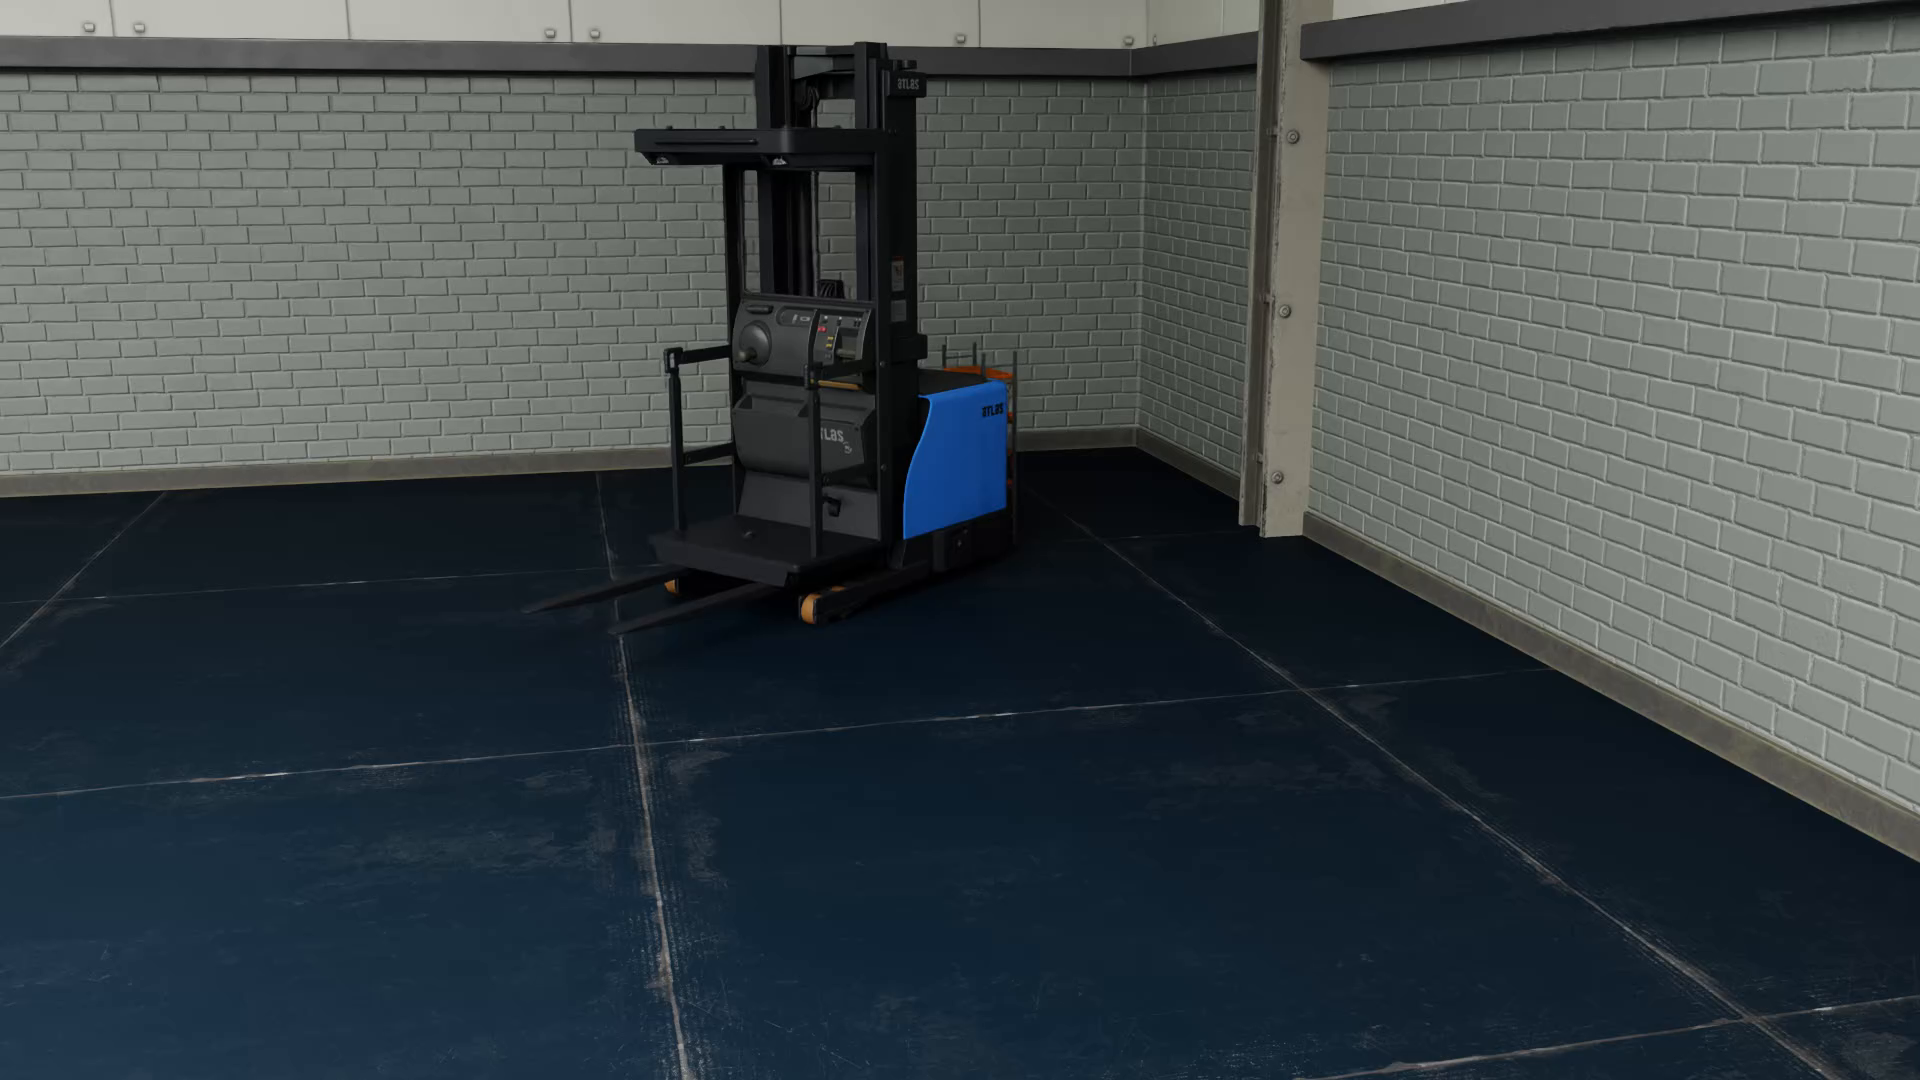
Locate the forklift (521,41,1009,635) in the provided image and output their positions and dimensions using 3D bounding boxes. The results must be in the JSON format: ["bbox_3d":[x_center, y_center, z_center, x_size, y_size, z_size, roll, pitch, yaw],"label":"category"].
[{"bbox_3d":[-0.979,-1.109,8.793,1.130,2.935,3.031,10,17,35],"label":"forklift"}]

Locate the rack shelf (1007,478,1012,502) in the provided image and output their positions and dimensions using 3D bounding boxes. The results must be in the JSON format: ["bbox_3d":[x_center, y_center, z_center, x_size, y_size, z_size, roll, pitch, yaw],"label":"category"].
[{"bbox_3d":[0.117,-0.336,10.395,0.258,0.148,0.480,-8,16,-29],"label":"rack shelf"}]

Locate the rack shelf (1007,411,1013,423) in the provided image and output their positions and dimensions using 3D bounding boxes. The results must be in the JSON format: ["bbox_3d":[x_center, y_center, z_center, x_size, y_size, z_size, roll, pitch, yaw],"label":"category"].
[{"bbox_3d":[0.117,-0.746,10.295,0.258,0.148,0.480,-8,16,-29],"label":"rack shelf"}]

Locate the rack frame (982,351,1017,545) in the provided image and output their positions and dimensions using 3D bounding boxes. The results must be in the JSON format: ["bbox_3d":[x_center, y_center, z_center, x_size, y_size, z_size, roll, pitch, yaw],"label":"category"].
[{"bbox_3d":[0.237,-0.544,10.126,0.240,1.200,0.015,-8,16,-29],"label":"rack frame"}]

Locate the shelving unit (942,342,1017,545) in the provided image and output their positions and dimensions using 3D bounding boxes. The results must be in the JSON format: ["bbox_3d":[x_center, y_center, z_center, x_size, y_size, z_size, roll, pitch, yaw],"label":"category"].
[{"bbox_3d":[0.117,-0.594,10.332,0.258,1.200,0.503,-8,16,-29],"label":"shelving unit"}]

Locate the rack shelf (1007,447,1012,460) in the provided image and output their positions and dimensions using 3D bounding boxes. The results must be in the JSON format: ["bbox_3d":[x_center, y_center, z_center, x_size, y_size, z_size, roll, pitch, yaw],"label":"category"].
[{"bbox_3d":[0.117,-0.529,10.348,0.258,0.148,0.480,-8,16,-29],"label":"rack shelf"}]

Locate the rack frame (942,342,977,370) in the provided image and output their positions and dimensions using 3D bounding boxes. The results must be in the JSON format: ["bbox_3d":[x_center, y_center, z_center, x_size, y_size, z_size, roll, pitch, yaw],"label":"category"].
[{"bbox_3d":[-0.004,-0.645,10.538,0.240,1.200,0.015,-8,16,-29],"label":"rack frame"}]

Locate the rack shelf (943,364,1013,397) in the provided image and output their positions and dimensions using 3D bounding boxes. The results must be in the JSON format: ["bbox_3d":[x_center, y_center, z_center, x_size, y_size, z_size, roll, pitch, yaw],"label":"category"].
[{"bbox_3d":[0.117,-0.976,10.238,0.258,0.148,0.480,-8,16,-29],"label":"rack shelf"}]

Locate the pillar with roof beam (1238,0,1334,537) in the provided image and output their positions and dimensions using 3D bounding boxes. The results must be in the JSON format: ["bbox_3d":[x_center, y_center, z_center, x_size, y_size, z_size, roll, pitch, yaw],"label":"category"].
[{"bbox_3d":[-2.171,-4.202,8.668,9.100,9.000,0.400,-3,14,-13],"label":"pillar with roof beam"}]
